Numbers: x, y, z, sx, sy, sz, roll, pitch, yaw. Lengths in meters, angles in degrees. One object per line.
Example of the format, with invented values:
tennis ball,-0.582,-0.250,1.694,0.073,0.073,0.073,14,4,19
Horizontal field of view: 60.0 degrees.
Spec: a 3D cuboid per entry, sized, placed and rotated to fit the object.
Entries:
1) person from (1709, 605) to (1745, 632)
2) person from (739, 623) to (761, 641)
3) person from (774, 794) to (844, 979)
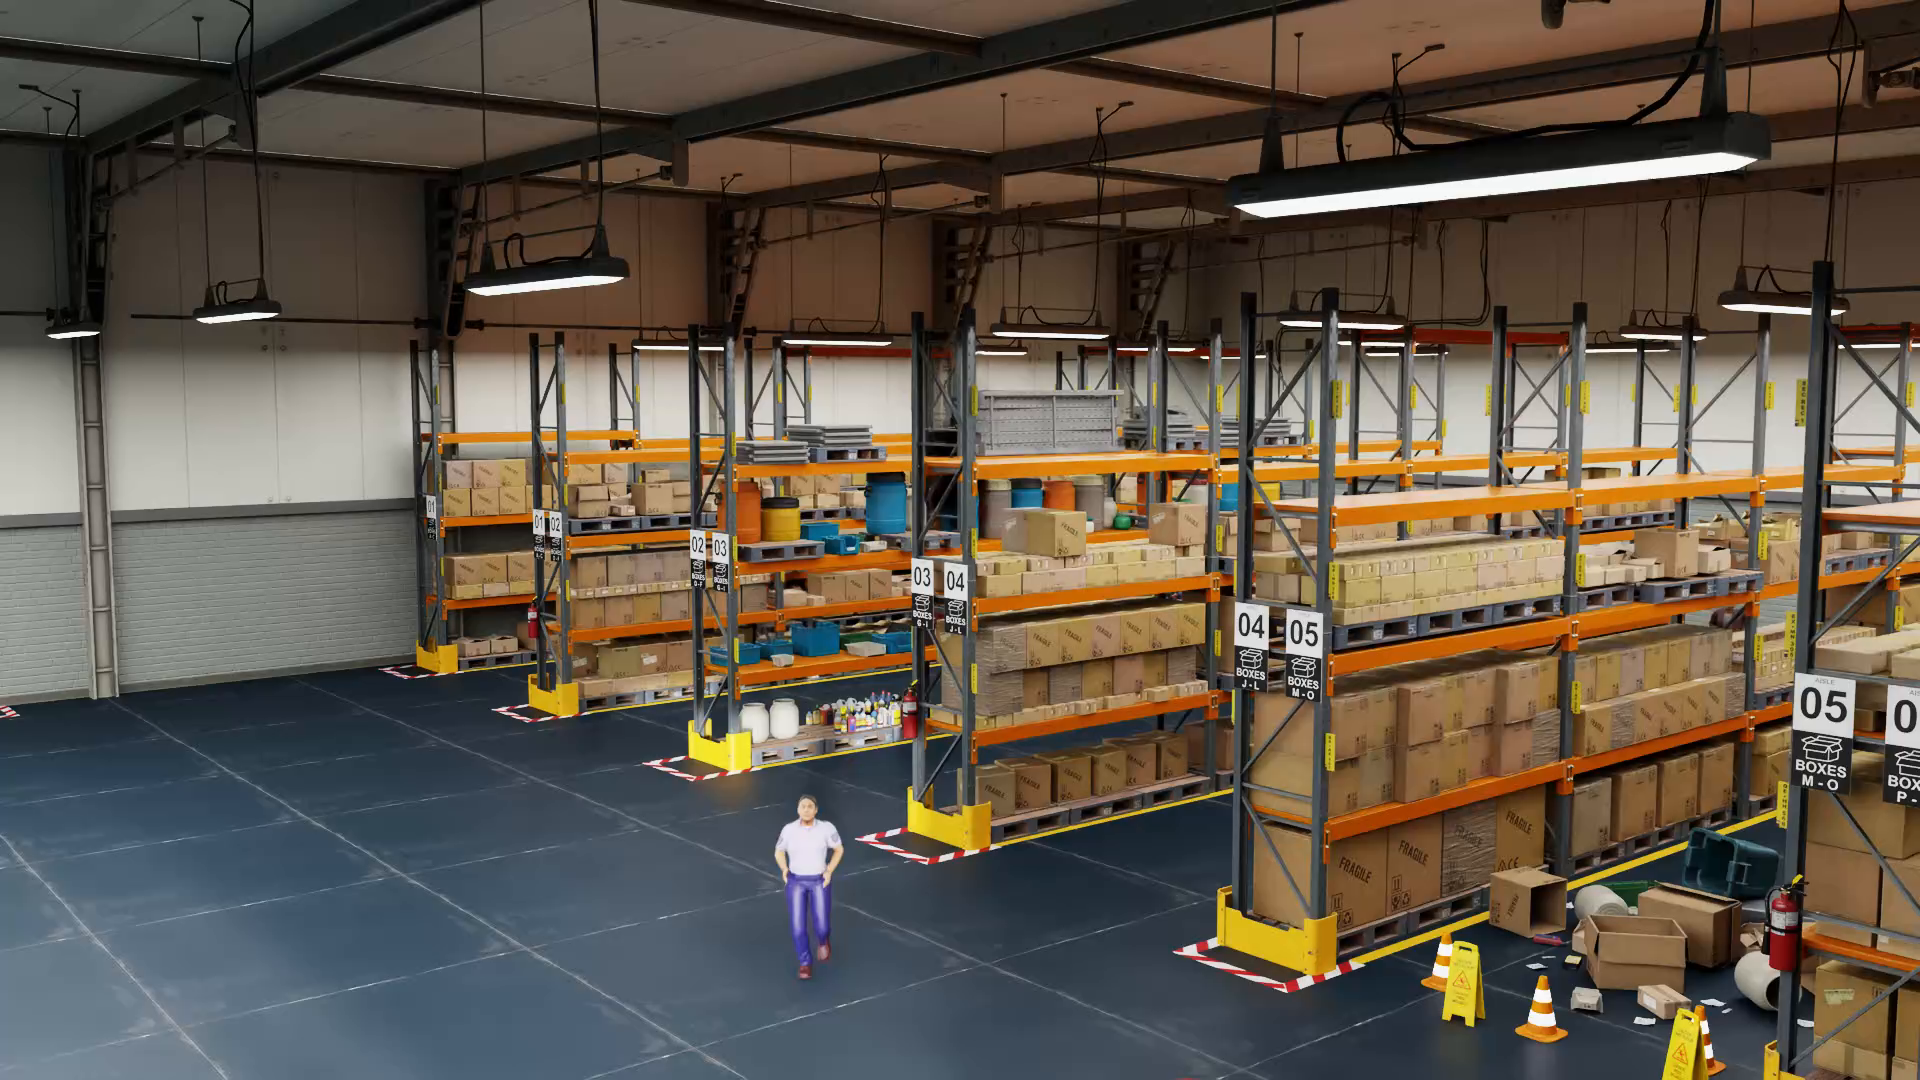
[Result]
person,12.573,1.779,27.147,0.720,1.785,0.946,4,6,35
person,-4.025,1.417,31.434,0.638,1.799,0.777,5,7,41
person,-1.331,3.022,14.578,0.603,1.596,0.571,0,5,0
